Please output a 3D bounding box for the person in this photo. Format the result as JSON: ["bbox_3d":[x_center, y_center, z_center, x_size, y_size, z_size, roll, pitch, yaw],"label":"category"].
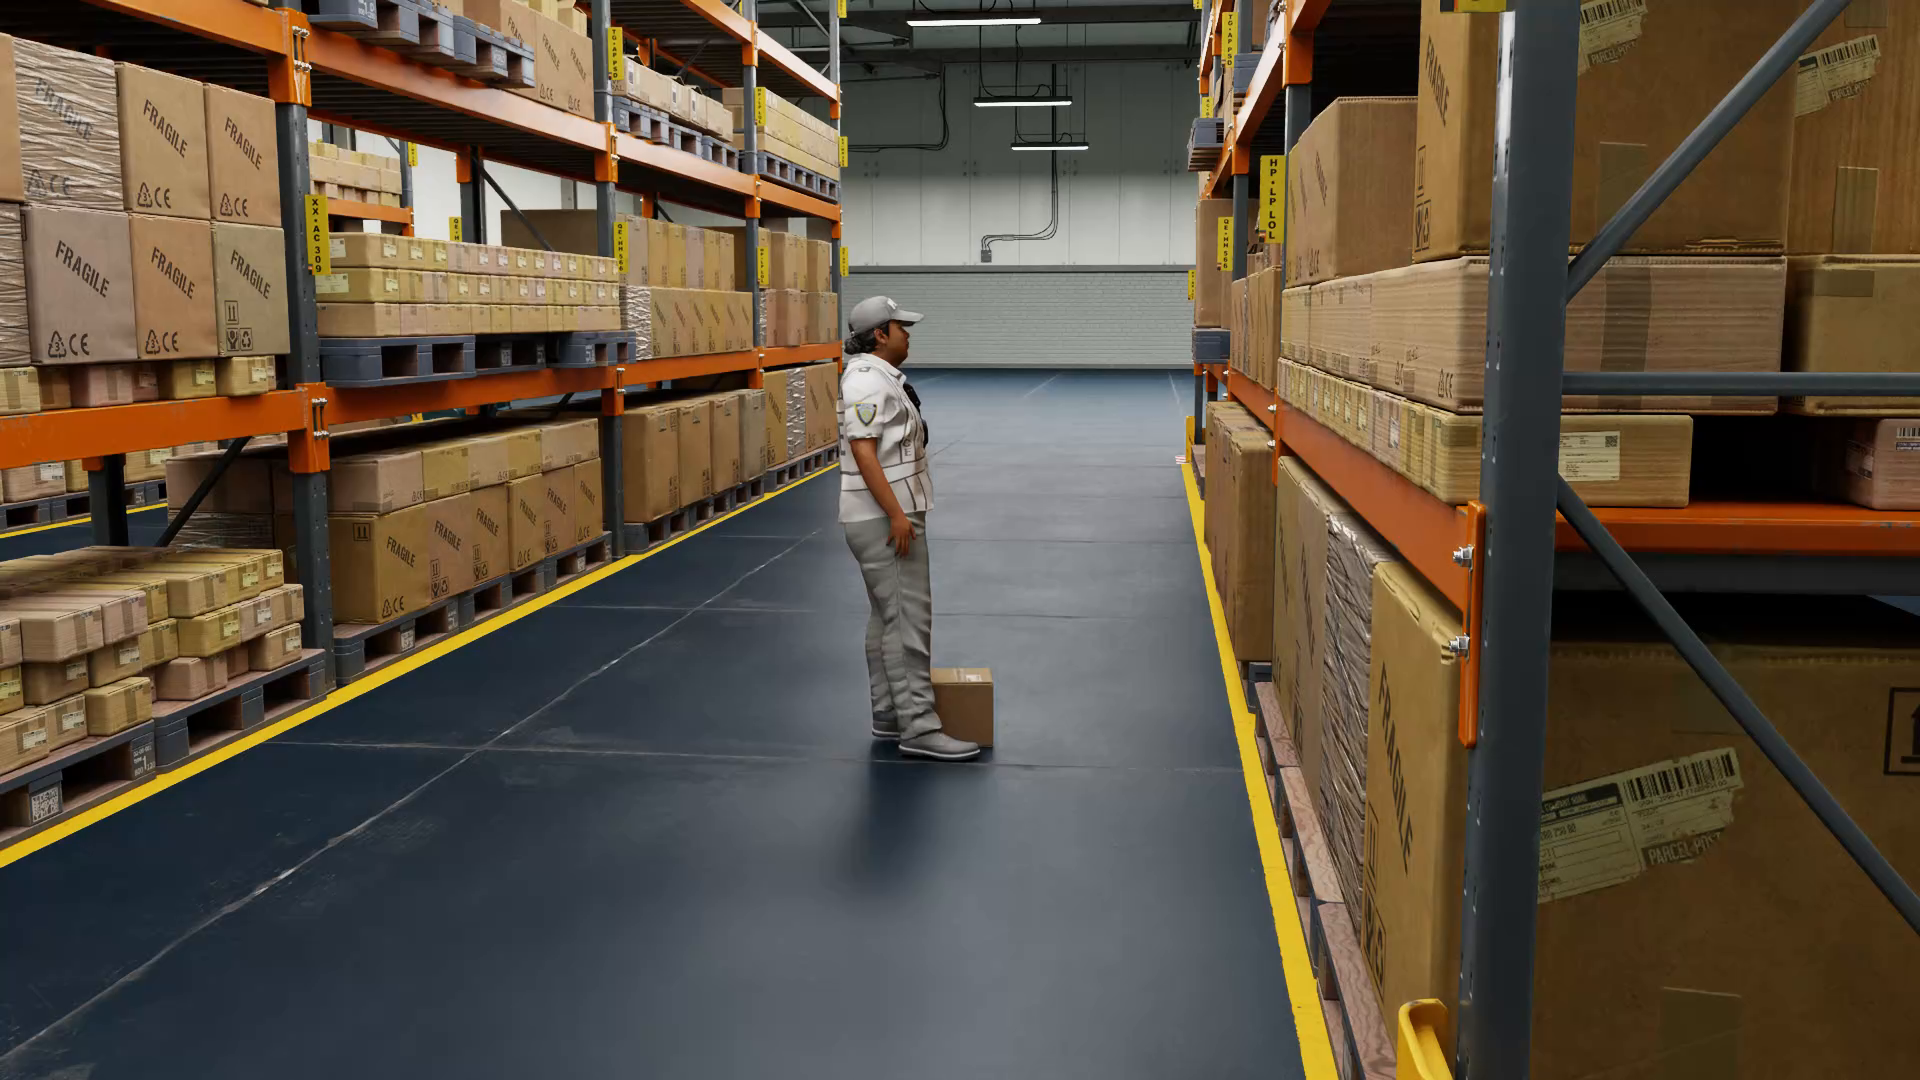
[{"bbox_3d":[-0.192,-0.065,6.195,0.529,1.670,0.598,0,8,0],"label":"person"}]
